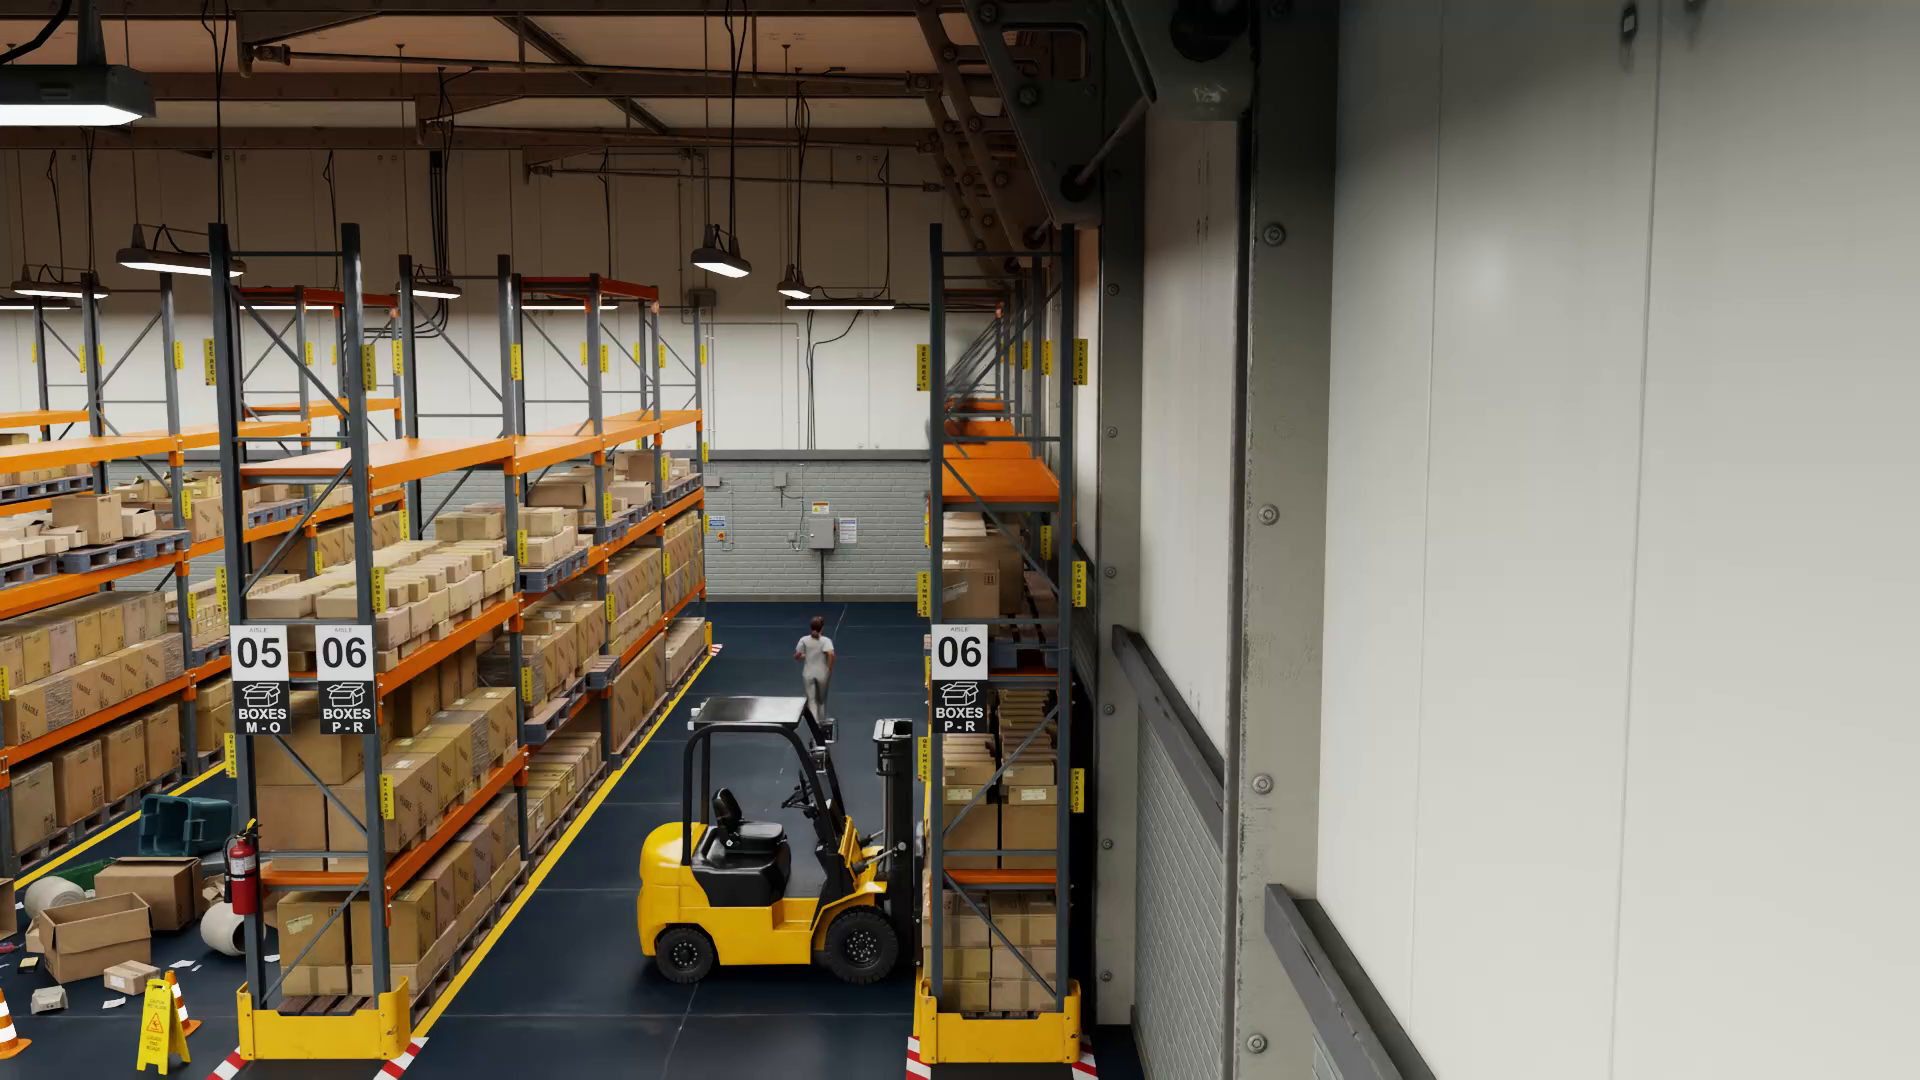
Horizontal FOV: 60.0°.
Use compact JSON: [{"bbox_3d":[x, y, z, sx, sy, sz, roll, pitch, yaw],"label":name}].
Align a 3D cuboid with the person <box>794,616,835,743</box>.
[{"bbox_3d":[-1.879,1.826,21.539,0.552,1.692,0.895,0,7,-1],"label":"person"}]
